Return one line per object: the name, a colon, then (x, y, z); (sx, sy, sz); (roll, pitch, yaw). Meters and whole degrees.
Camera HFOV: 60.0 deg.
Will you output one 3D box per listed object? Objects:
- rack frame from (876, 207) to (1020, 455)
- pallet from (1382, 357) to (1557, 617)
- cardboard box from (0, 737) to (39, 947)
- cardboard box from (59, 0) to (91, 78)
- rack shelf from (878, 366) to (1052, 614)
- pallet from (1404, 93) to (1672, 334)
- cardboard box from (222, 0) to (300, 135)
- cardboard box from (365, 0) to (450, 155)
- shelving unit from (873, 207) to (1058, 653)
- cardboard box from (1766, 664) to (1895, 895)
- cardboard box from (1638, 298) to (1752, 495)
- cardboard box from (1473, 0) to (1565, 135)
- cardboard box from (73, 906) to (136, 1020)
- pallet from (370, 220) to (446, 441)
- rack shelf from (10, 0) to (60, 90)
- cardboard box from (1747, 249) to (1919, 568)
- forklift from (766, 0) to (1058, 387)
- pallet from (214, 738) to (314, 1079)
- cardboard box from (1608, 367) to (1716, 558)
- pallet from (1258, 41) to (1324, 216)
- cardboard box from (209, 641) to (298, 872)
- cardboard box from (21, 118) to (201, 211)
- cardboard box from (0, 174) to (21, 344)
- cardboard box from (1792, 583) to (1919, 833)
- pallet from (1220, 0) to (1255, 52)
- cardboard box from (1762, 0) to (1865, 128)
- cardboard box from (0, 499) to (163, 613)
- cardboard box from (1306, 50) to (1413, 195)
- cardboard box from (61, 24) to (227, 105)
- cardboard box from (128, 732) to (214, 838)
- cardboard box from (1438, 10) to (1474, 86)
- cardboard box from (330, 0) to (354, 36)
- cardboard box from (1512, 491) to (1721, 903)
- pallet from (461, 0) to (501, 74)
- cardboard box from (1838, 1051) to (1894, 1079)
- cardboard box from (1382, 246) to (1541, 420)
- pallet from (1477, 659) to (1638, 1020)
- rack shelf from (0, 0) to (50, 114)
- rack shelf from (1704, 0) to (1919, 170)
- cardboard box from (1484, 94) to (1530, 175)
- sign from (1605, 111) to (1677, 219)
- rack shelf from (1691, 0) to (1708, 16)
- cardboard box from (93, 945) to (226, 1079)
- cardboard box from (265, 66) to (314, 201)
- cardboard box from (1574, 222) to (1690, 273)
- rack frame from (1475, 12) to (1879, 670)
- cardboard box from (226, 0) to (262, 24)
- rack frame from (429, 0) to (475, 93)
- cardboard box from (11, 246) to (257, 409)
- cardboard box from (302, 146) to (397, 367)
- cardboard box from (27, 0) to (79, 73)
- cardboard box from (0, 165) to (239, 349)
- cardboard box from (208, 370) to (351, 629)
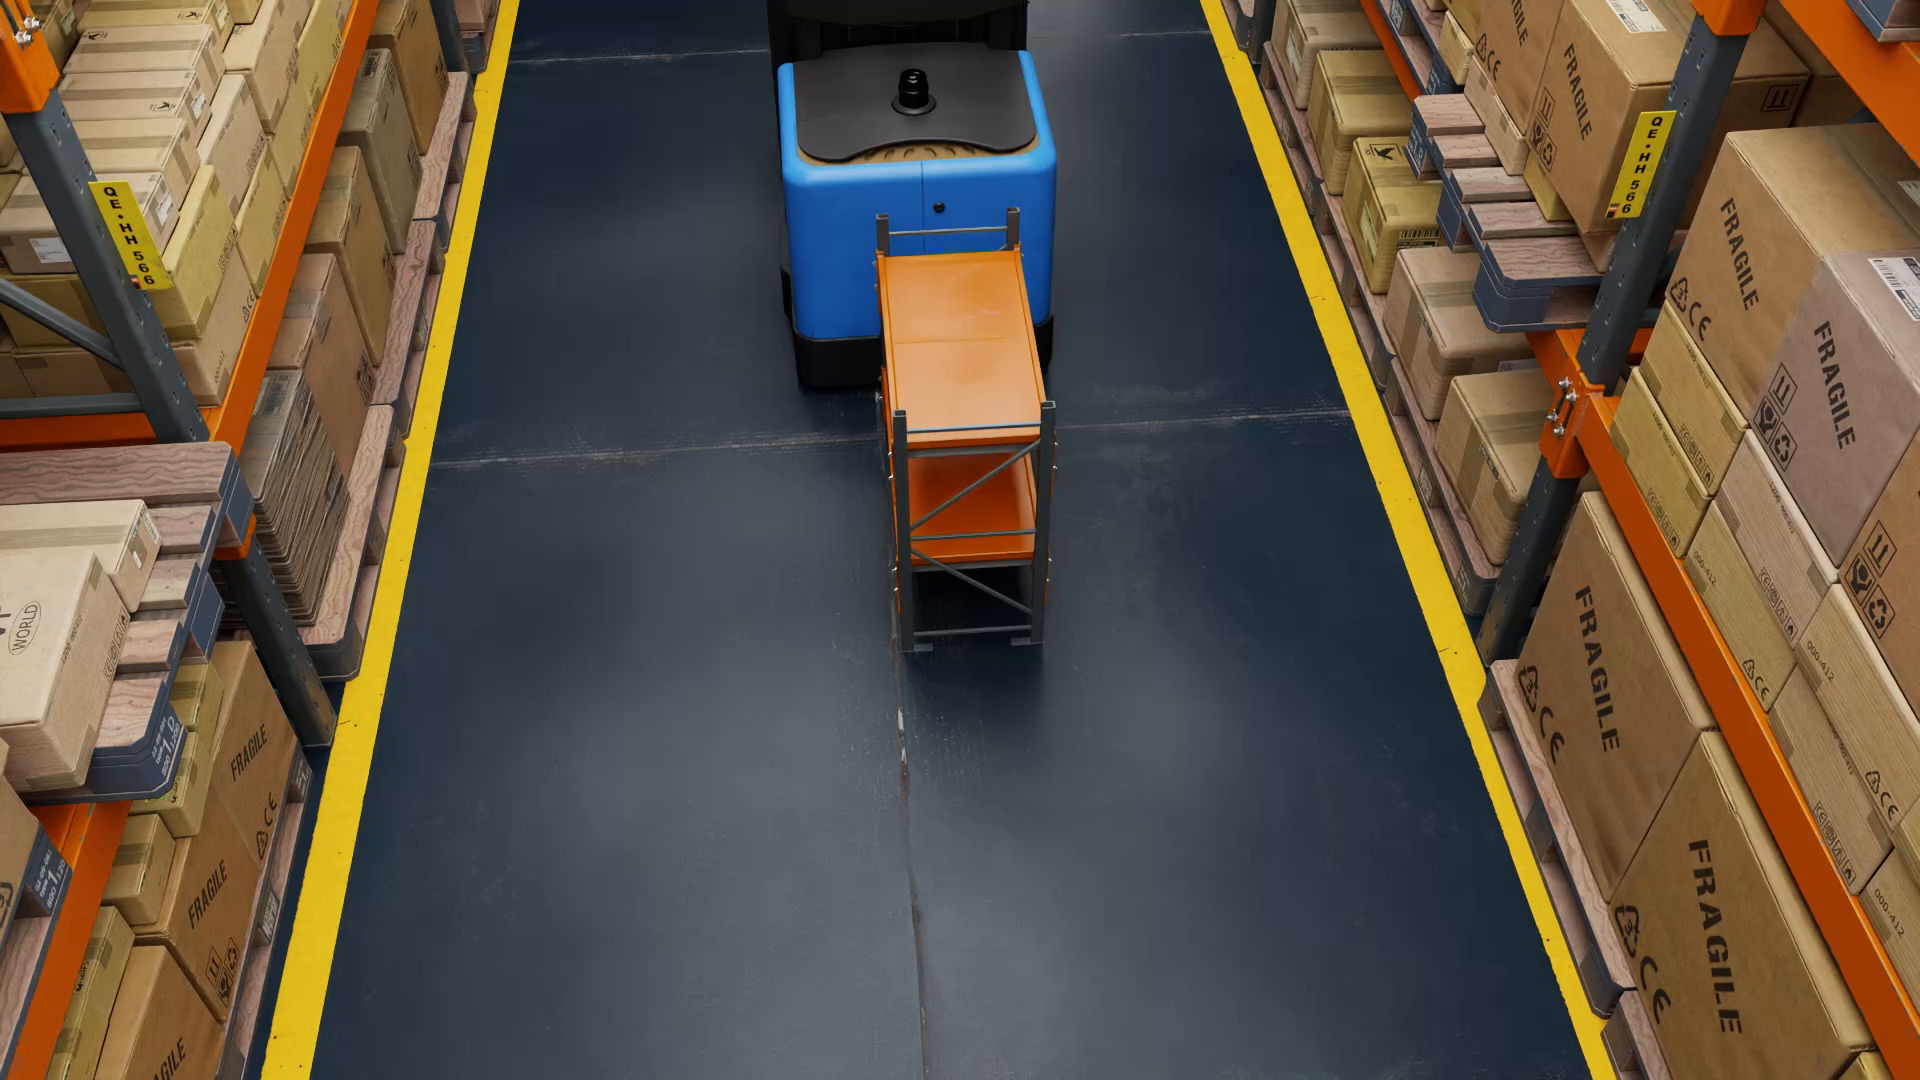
rack frame: (-0.042, -0.750, 6.185); (0.500, 1.125, 0.032); (-3, 47, -3)
pallet: (2.267, -0.259, 6.350); (1.003, 0.211, 1.213); (-3, 47, -3)
cardboard box: (-2.294, 0.642, 3.216); (0.797, 0.503, 0.637); (-4, 47, -4)
cardboard box: (-3.013, -1.509, 5.372); (0.500, 0.250, 0.500); (-4, 47, -4)
rack shelf: (0.001, -0.214, 6.014); (0.538, 0.278, 1.000); (-3, 47, -3)
pallet: (2.165, -1.095, 5.354); (1.213, 0.211, 1.003); (-3, 47, -3)
cardboard box: (-2.475, -1.546, 5.407); (0.500, 0.250, 0.500); (-5, 47, -4)
cardboard box: (-2.895, -2.193, 7.607); (0.875, 0.625, 0.625); (-2, 47, -2)
shelving unit: (0.001, -0.382, 5.837); (0.538, 1.125, 1.048); (-3, 47, -3)
cardboard box: (2.220, 0.519, 3.796); (0.500, 0.250, 0.500); (-2, 47, -2)
cardboard box: (2.127, -0.391, 4.313); (0.500, 0.250, 0.500); (-4, 47, -4)
cardboard box: (1.962, -1.619, 5.154); (0.500, 0.500, 0.500); (-4, 47, -4)
cardboard box: (-2.312, 1.069, 4.158); (0.380, 0.149, 0.250); (-2, 47, -2)
pallet: (-2.744, -0.868, 6.926); (1.003, 0.211, 1.213); (-3, 47, -3)
rack shelf: (-2.782, -2.579, 5.056); (1.077, 0.370, 4.000); (-3, 47, -3)
cardboard box: (2.180, -0.301, 3.711); (0.500, 0.500, 0.500); (-3, 47, -3)
forklift: (-0.286, -2.703, 6.791); (1.130, 2.935, 3.031); (-4, 47, -4)
pallet: (-2.590, 1.153, 5.012); (1.003, 0.211, 1.213); (-3, 47, -3)
cardboard box: (2.121, -0.231, 4.506); (0.500, 0.250, 0.500); (-4, 47, -4)
pallet: (2.063, -2.024, 8.022); (1.003, 0.211, 1.213); (-3, 47, -3)
cardboard box: (-2.365, 0.660, 4.991); (0.500, 0.500, 0.500); (-2, 47, -2)
cardboard box: (-2.372, -1.047, 4.660); (0.380, 0.149, 0.250); (-3, 47, -2)
cardboard box: (-2.929, -0.776, 4.678); (0.500, 0.250, 0.500); (-3, 47, -2)
cardboard box: (2.199, 0.344, 3.617); (0.500, 0.250, 0.500); (-4, 47, -3)
pallet: (1.905, -3.071, 9.013); (1.003, 0.211, 1.213); (-3, 47, -3)
cardboard box: (2.524, -1.273, 4.827); (0.500, 0.500, 0.500); (-5, 47, -4)
cardboard box: (-2.177, 0.046, 4.024); (0.380, 0.149, 0.250); (-3, 47, -3)
cardboard box: (2.106, -1.888, 7.493); (0.950, 0.372, 0.625); (-1, 47, -1)
cardboard box: (-2.453, -1.420, 5.013); (0.380, 0.149, 0.250); (-3, 47, -3)
cardboard box: (-2.267, 0.682, 4.524); (0.380, 0.149, 0.250); (-6, 47, -5)
cardboard box: (1.859, -1.683, 5.662); (0.380, 0.149, 0.250); (-3, 47, -3)
cardboard box: (-2.588, -2.117, 6.292); (0.500, 0.250, 0.500); (-3, 47, -3)
cardboard box: (2.306, 0.439, 4.943); (0.875, 0.875, 0.875); (-4, 47, -4)
pallet: (-2.974, -2.861, 8.814); (1.003, 0.211, 1.213); (-3, 47, -3)
cardboard box: (2.451, 1.731, 3.719); (0.875, 0.875, 0.875); (-2, 47, -2)
cardboard box: (2.224, -0.836, 6.496); (0.950, 0.372, 0.625); (-4, 47, -4)
pallet: (2.322, 0.882, 5.270); (1.003, 0.211, 1.213); (-3, 47, -3)
rack shelf: (-2.447, 0.315, 2.315); (1.077, 0.370, 4.000); (-3, 47, -3)
rack shelf: (2.499, 0.011, 2.603); (1.077, 0.370, 4.000); (-3, 47, -3)
cardboard box: (1.909, -1.302, 5.301); (0.380, 0.149, 0.250); (-4, 47, -4)
sign: (1.791, -0.983, 4.372); (0.100, 0.325, 0.005); (-3, 47, -3)
rack shelf: (2.164, -2.883, 5.344); (1.077, 0.370, 4.000); (-3, 47, -3)
cardboard box: (-2.287, 1.401, 4.289); (0.500, 0.500, 0.500); (-2, 47, -2)
cardboard box: (-2.496, -1.369, 5.584); (0.500, 0.250, 0.500); (-5, 47, -5)
cardboard box: (2.069, -0.933, 4.952); (0.380, 0.149, 0.250); (-2, 47, -2)
rack frame: (2.331, -0.652, 4.802); (1.000, 3.000, 0.127); (-3, 47, -3)
cardboard box: (-2.466, -1.787, 5.361); (0.380, 0.149, 0.250); (-3, 47, -2)
rack frame: (-2.950, -3.242, 7.254); (1.000, 3.000, 0.127); (-3, 47, -3)
cardboard box: (-2.408, -0.632, 4.886); (0.500, 0.250, 0.500); (-3, 47, -3)
cardboard box: (-2.773, -1.087, 6.560); (0.875, 0.625, 0.625); (-5, 47, -5)
cardboard box: (-2.972, -1.569, 5.154); (0.380, 0.149, 0.250); (-4, 47, -4)
cardboard box: (-2.384, -0.806, 4.706); (0.500, 0.250, 0.500); (-4, 47, -3)
cardboard box: (-2.653, -0.128, 5.651); (0.875, 0.625, 0.625); (-2, 47, -2)
